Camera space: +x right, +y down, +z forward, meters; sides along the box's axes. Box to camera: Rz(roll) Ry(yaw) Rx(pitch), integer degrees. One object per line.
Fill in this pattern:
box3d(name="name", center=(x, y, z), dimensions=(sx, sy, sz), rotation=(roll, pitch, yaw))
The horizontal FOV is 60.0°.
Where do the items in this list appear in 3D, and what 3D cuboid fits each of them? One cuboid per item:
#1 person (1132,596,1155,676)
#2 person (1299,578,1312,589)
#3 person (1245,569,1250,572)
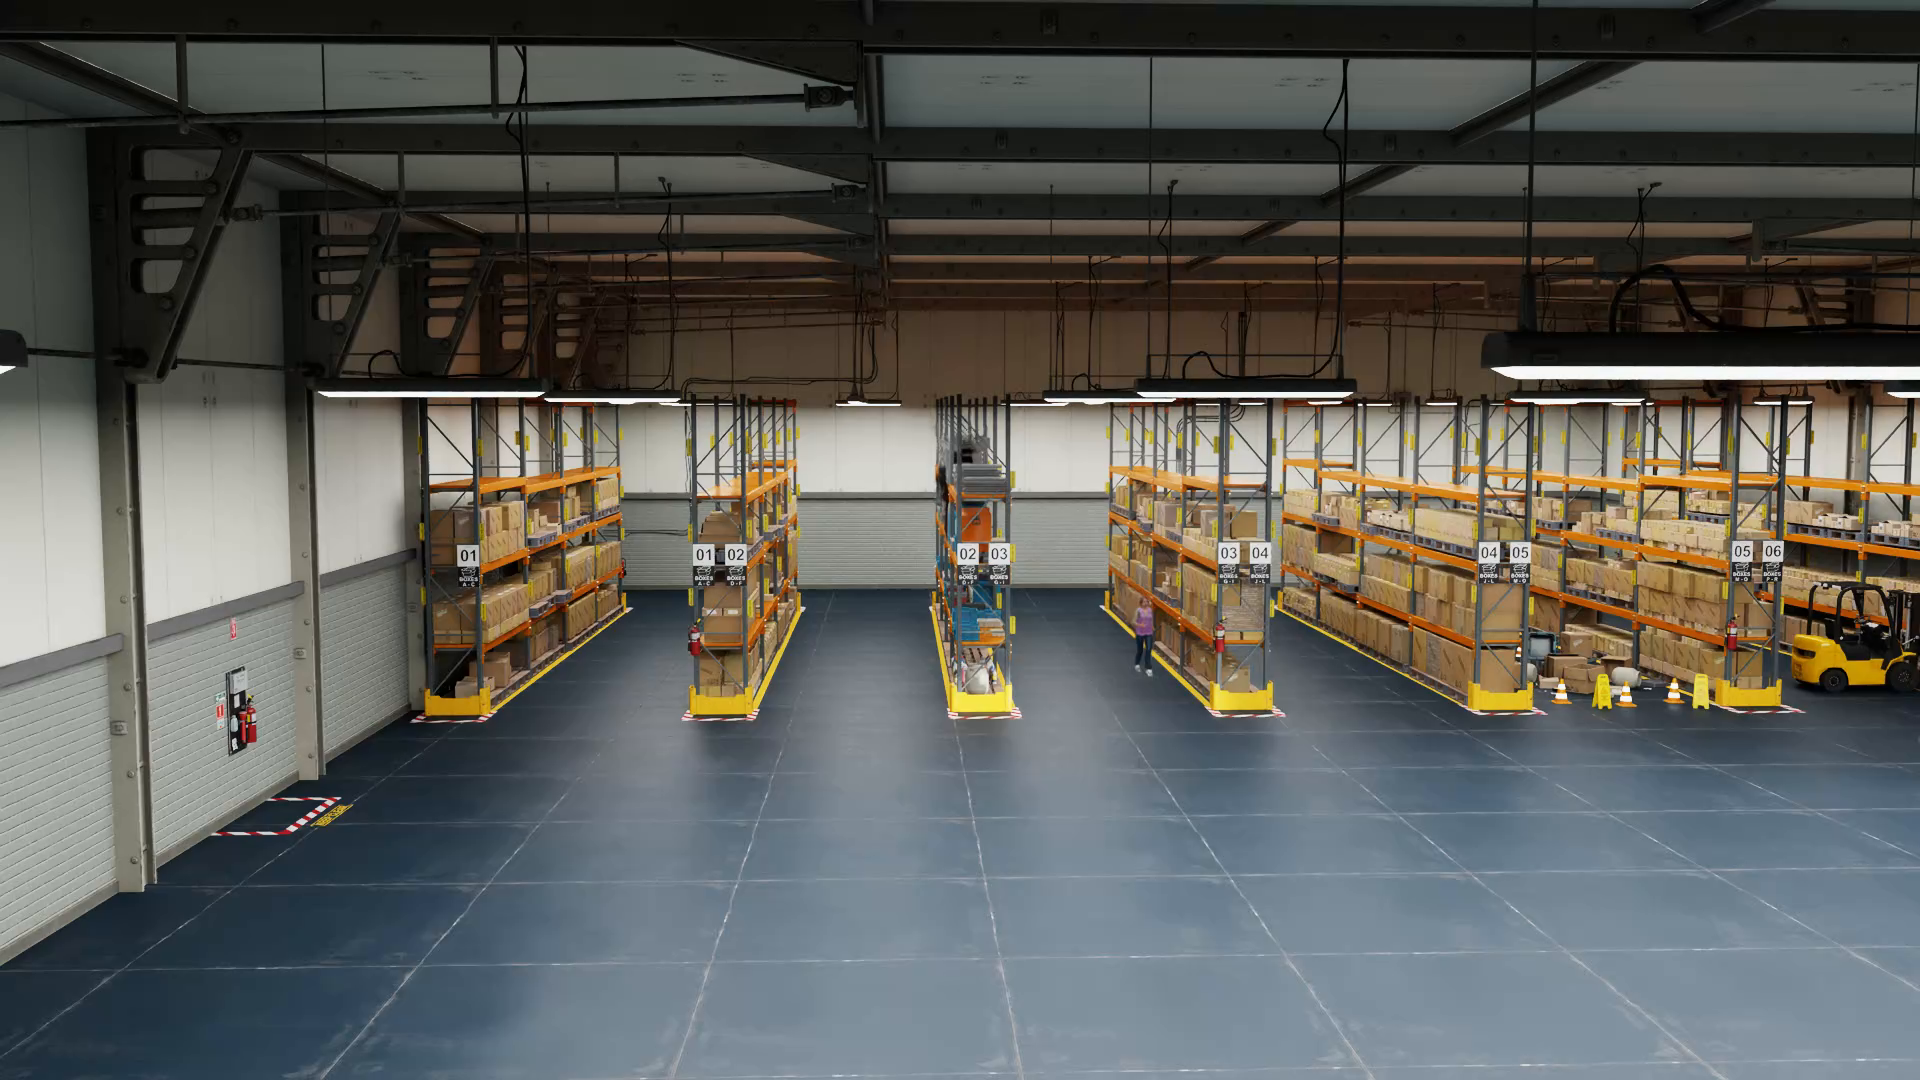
box3d(name="person", center=(3.766, 1.945, 33.989), dimensions=(0.540, 1.598, 0.798), rotation=(-1, 5, -15))
box3d(name="person", center=(10.223, 1.014, 48.997), dimensions=(0.969, 1.673, 0.573), rotation=(-1, 5, -8))
box3d(name="person", center=(7.939, 1.146, 47.342), dimensions=(0.705, 1.718, 0.580), rotation=(1, 5, 16))
